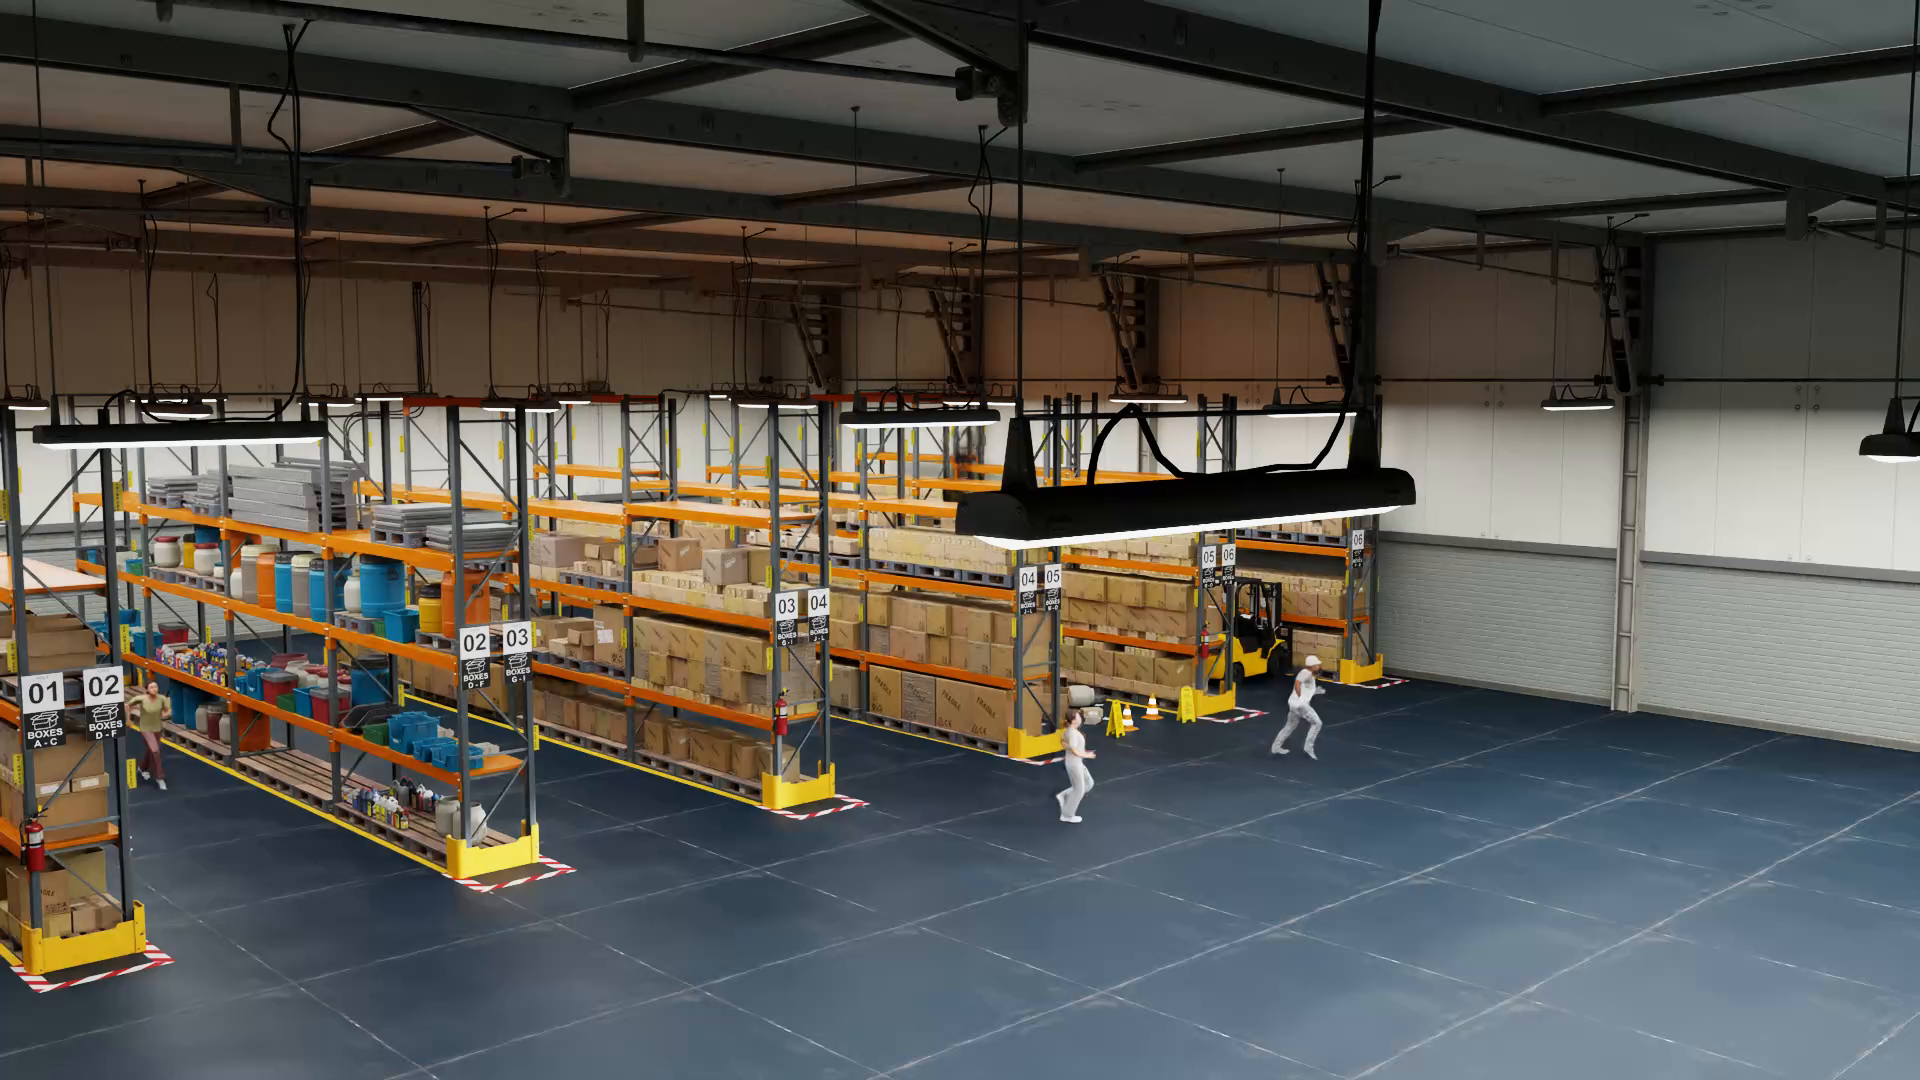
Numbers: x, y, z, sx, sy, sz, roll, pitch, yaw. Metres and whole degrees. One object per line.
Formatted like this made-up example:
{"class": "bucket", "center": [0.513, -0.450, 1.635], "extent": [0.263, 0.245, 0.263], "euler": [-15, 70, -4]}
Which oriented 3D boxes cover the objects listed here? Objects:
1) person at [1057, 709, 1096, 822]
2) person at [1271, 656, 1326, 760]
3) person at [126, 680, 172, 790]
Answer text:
{"class": "person", "center": [1.665, 3.222, 23.802], "extent": [0.556, 1.631, 0.558], "euler": [0, 6, 0]}
{"class": "person", "center": [5.683, 2.802, 27.788], "extent": [0.914, 1.756, 0.718], "euler": [0, 6, 2]}
{"class": "person", "center": [-12.617, 3.003, 25.923], "extent": [0.918, 1.702, 0.599], "euler": [5, 8, 43]}
